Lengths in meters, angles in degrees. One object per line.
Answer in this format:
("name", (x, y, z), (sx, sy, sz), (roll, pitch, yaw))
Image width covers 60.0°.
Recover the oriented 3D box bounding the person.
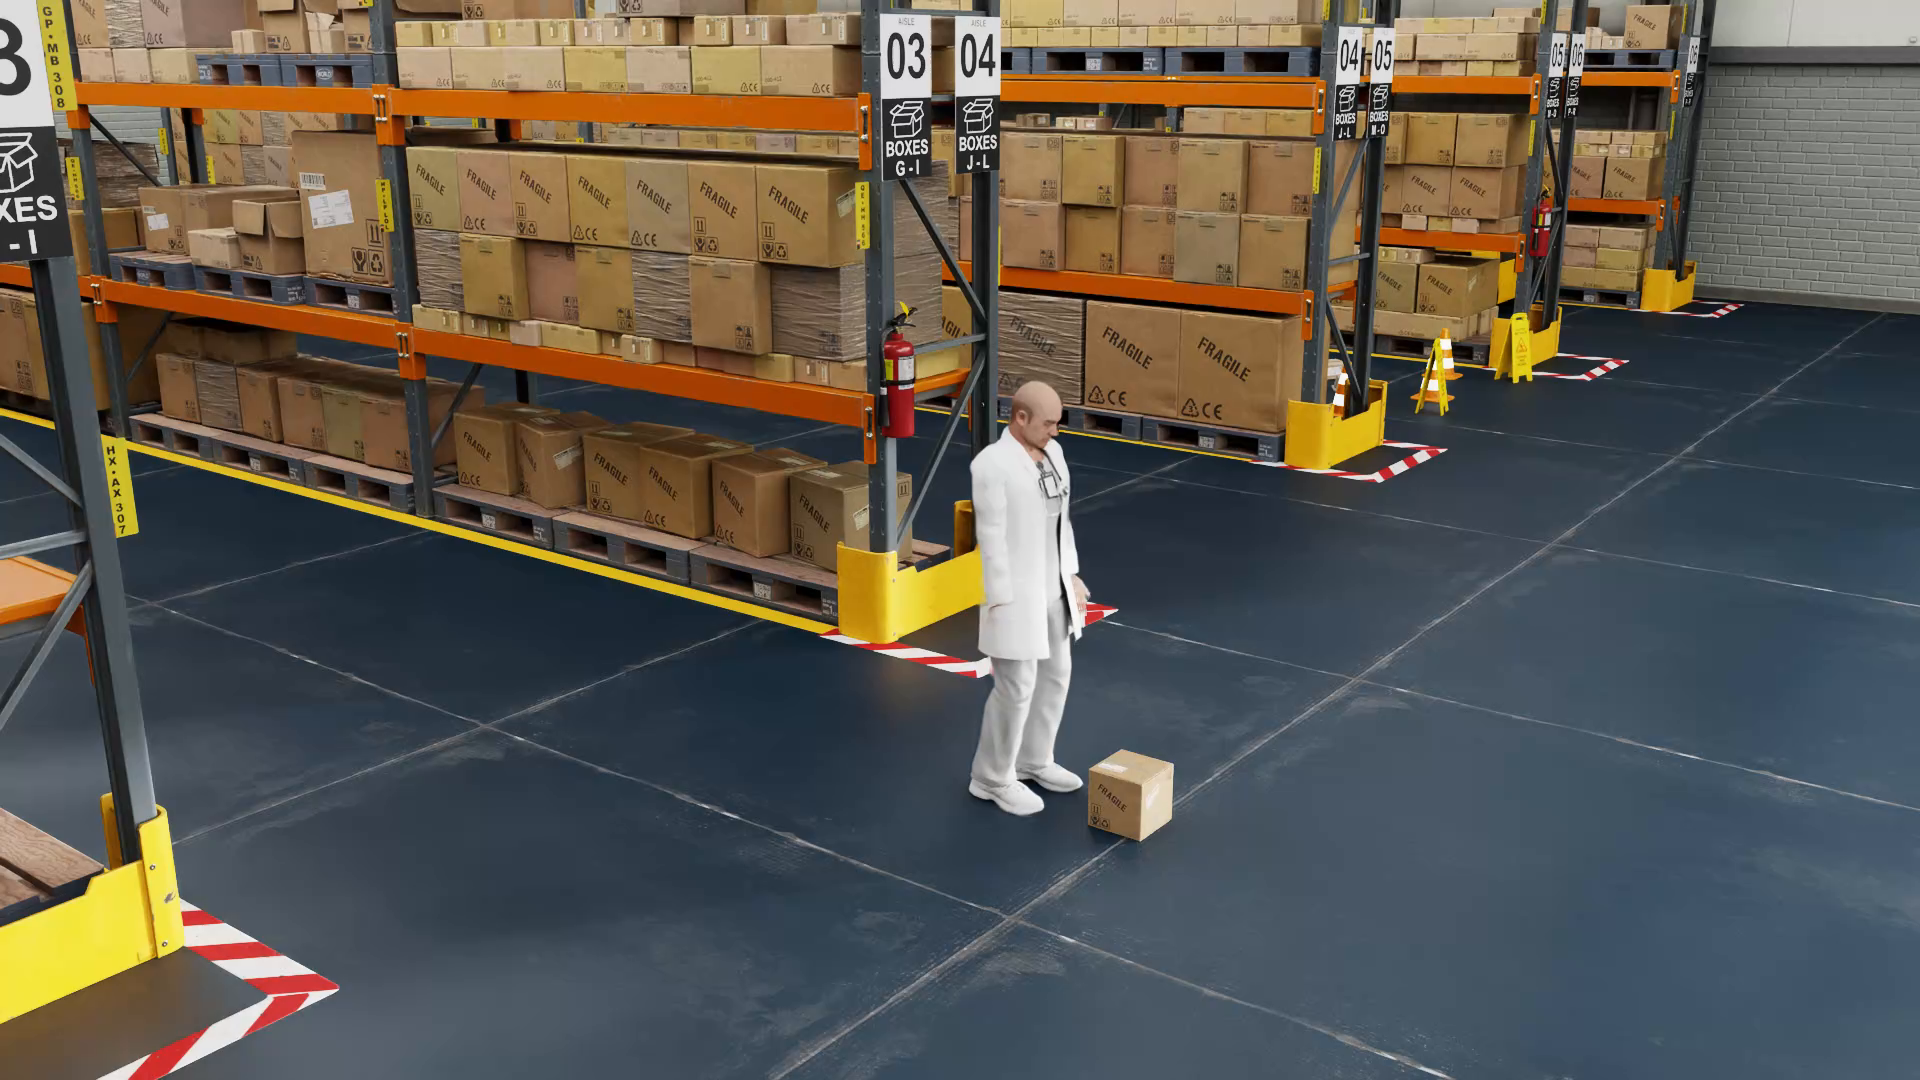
("person", (0.295, 0.221, 6.841), (0.381, 1.769, 0.565), (12, 20, 36))
